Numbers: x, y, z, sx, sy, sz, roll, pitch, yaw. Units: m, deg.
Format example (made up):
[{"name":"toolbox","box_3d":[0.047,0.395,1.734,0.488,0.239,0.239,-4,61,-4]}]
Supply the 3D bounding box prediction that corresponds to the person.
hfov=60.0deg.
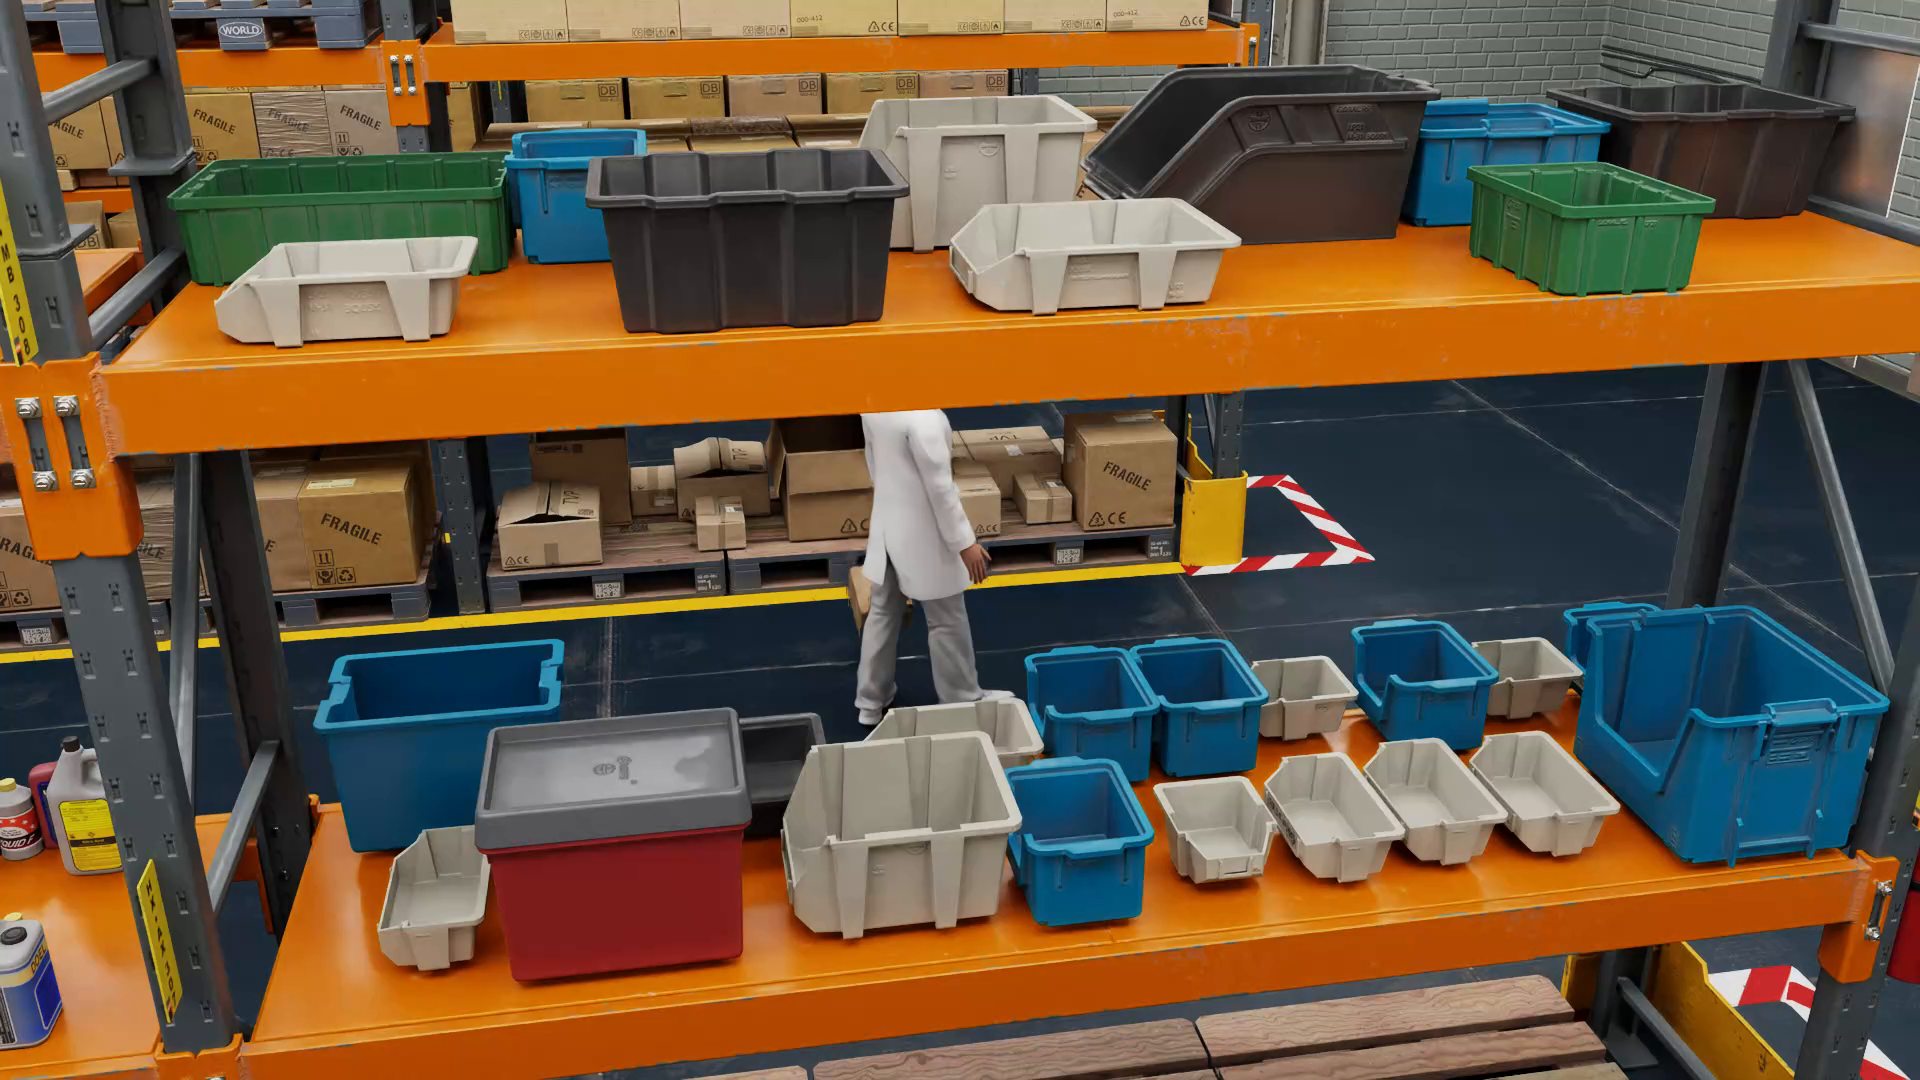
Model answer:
[{"name":"person","box_3d":[-0.118,-0.034,7.143,0.667,1.772,0.711,-16,28,-32]}]
